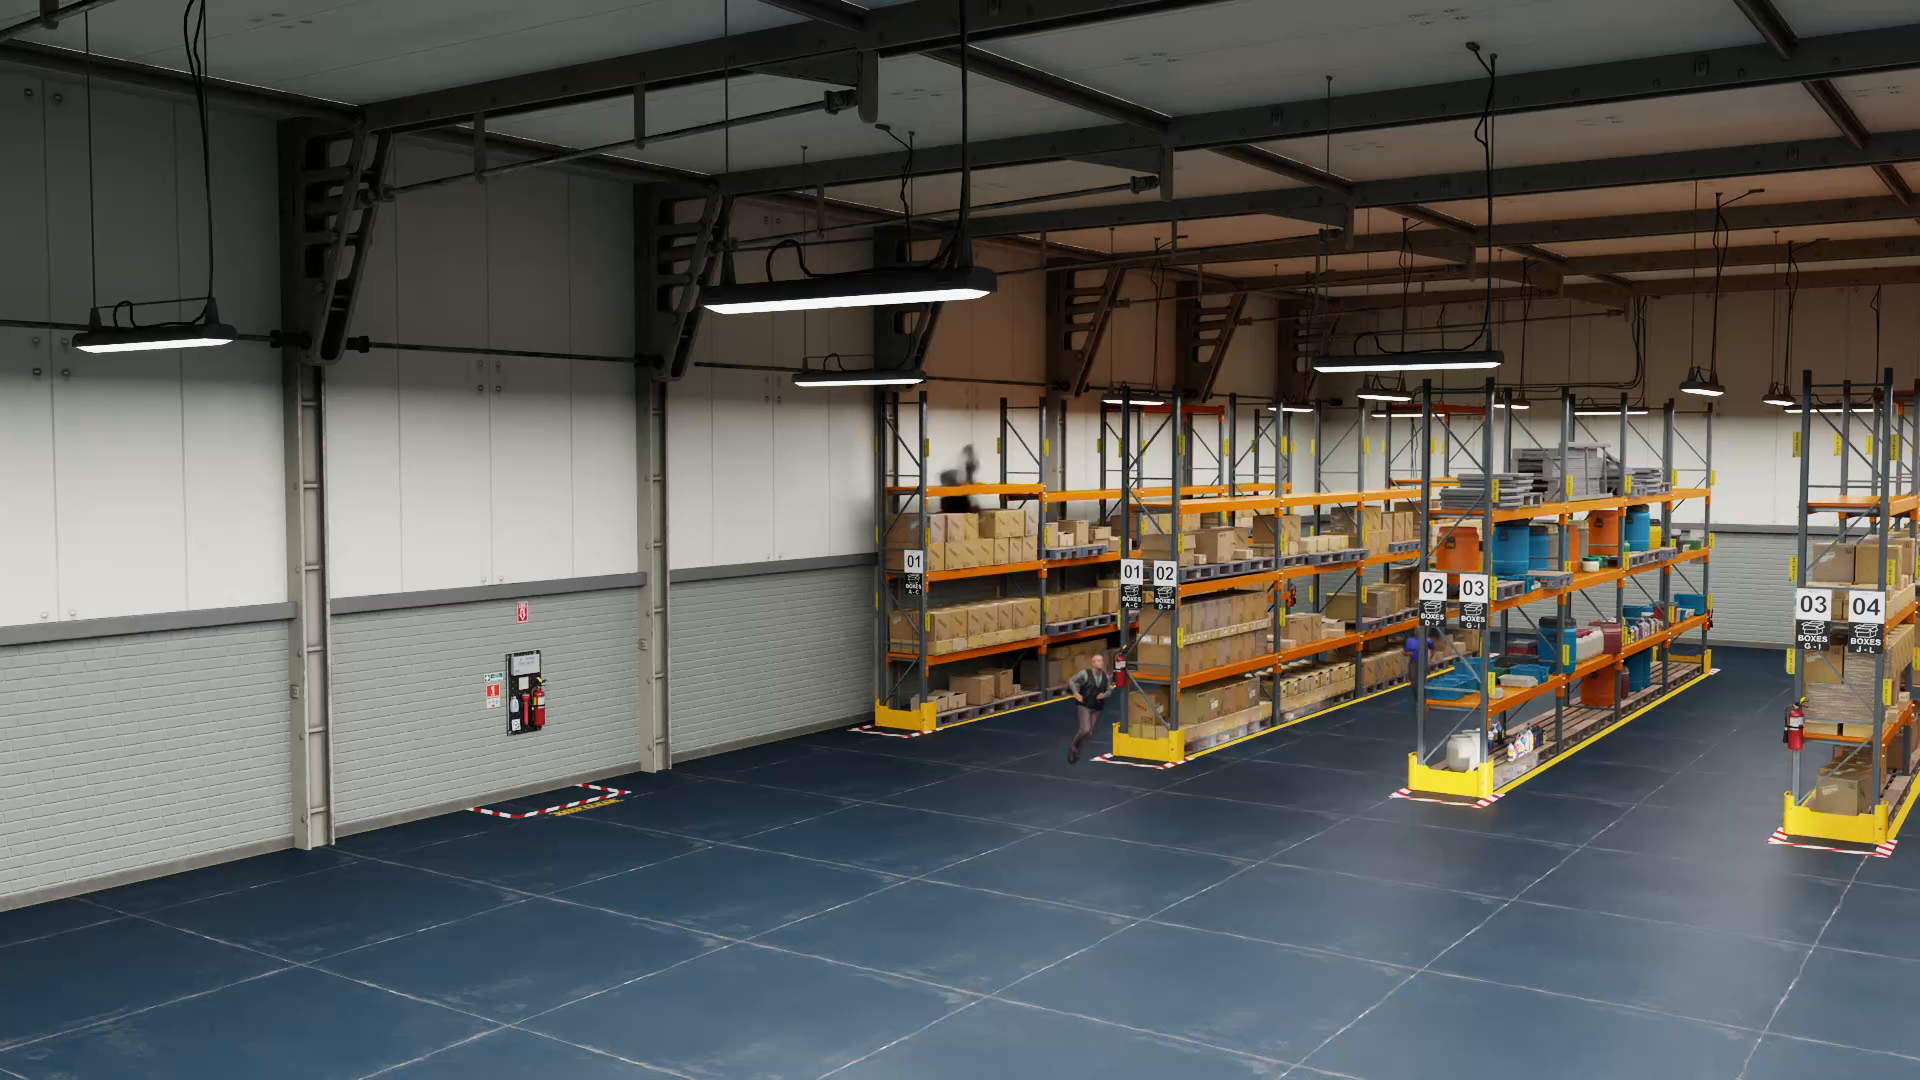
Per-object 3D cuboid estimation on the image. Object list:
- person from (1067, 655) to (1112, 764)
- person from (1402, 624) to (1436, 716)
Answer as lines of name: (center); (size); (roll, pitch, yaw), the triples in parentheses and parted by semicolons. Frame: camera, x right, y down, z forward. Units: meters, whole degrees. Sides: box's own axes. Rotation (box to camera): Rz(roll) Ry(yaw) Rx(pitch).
person: (2.007, 2.625, 25.835); (0.714, 1.680, 0.626); (-1, 3, -24)
person: (8.594, 2.409, 31.212); (0.575, 1.657, 0.909); (1, 3, 25)
